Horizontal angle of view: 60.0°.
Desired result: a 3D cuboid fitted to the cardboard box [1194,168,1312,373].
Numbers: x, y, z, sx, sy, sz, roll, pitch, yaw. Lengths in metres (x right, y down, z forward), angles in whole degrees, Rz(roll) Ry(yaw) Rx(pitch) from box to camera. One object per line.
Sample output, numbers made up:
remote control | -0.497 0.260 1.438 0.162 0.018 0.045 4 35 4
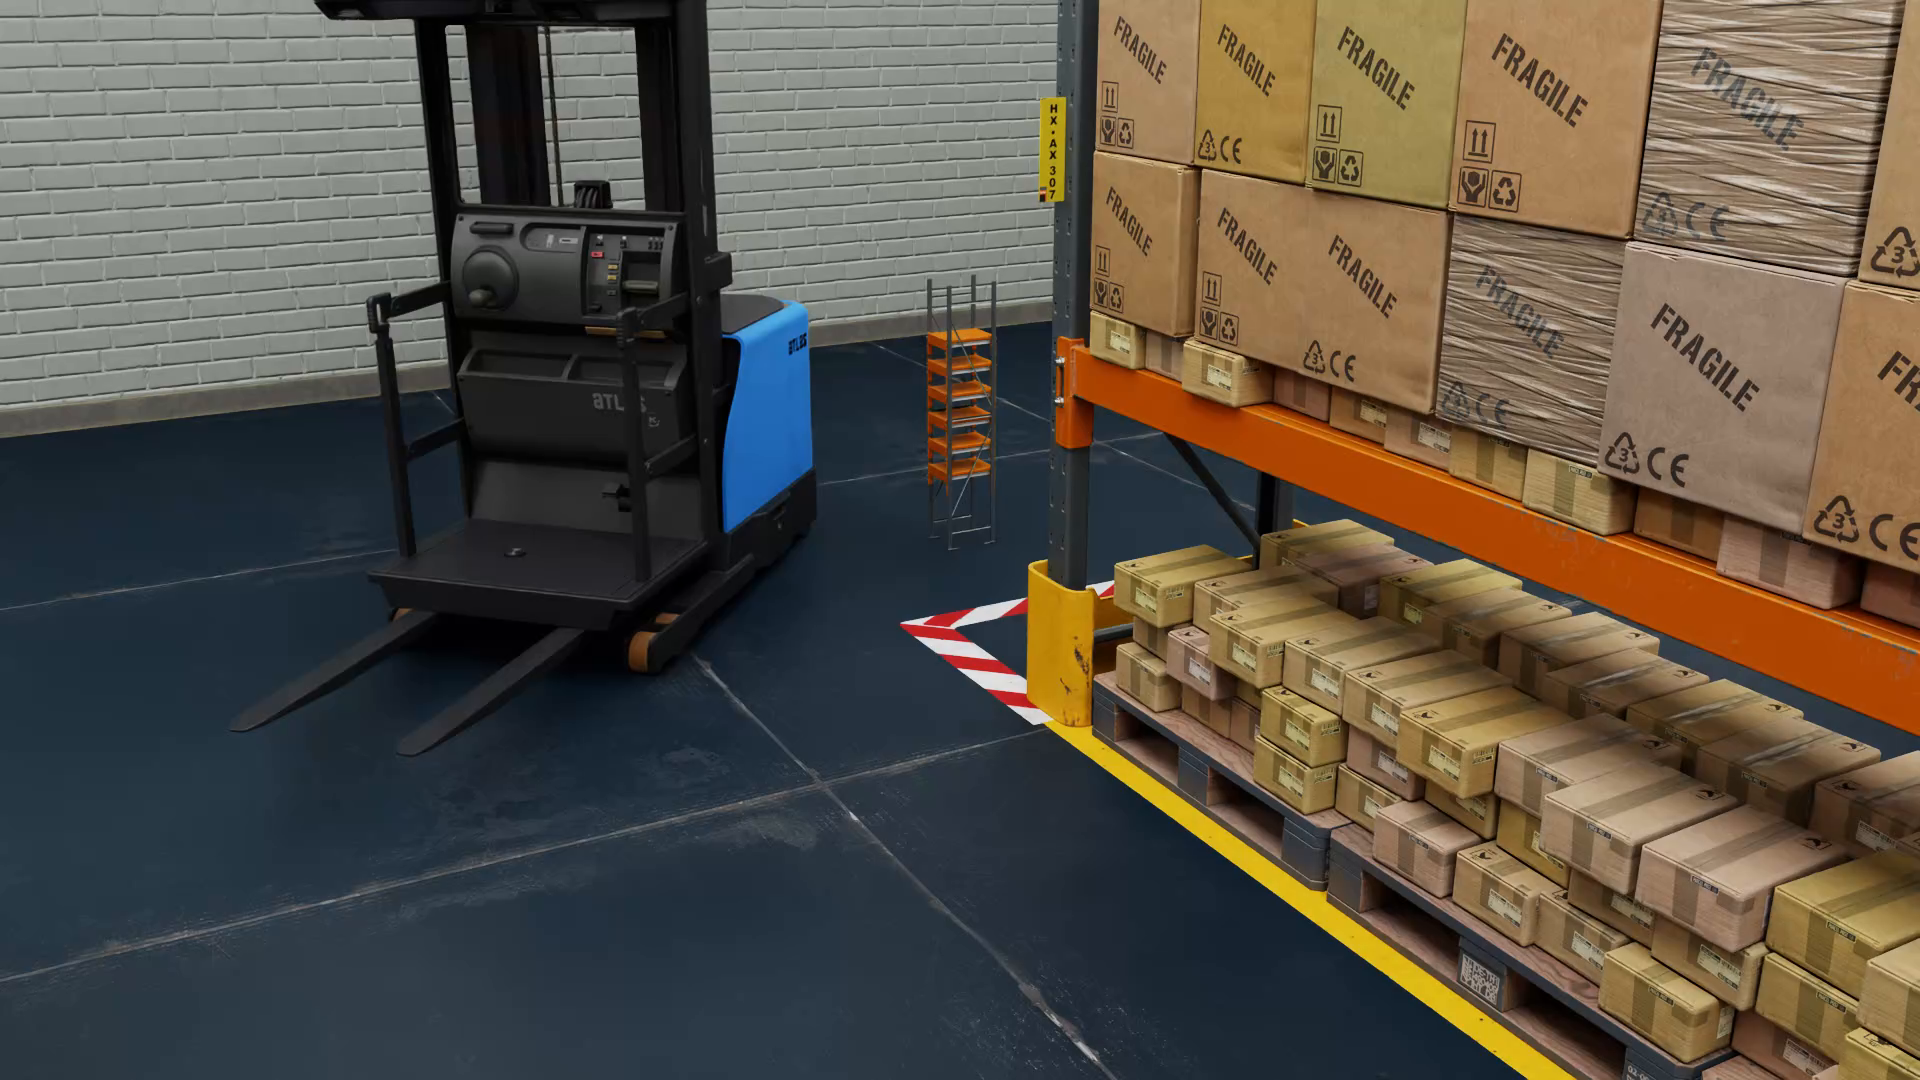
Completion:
cardboard box | 1.023 -0.789 4.711 0.500 0.500 0.500 -10 21 -27

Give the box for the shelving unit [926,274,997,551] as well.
shelving unit | 0.007 -0.563 7.424 0.258 1.200 0.189 -10 21 -27

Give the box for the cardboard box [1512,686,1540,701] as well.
cardboard box | 1.783 0.489 4.888 0.380 0.149 0.250 -10 21 -26

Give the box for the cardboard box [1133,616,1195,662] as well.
cardboard box | 0.799 0.276 5.504 0.380 0.149 0.250 -9 21 -24

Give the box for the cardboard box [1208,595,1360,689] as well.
cardboard box | 0.970 0.301 4.976 0.380 0.149 0.250 -10 21 -27

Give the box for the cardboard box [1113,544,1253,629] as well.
cardboard box | 0.726 0.148 5.418 0.380 0.149 0.250 -11 22 -29

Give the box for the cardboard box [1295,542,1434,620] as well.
cardboard box | 1.319 0.139 5.445 0.380 0.149 0.250 -10 21 -26

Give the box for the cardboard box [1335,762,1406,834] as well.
cardboard box | 1.293 0.708 4.709 0.380 0.149 0.250 -10 21 -27

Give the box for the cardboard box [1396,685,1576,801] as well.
cardboard box | 1.368 0.523 4.332 0.380 0.149 0.250 -10 21 -26

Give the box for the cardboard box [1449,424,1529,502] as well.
cardboard box | 1.427 -0.220 4.057 0.380 0.149 0.250 -9 21 -25

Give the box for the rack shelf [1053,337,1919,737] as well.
rack shelf | 1.726 -0.009 4.161 1.077 0.370 4.000 -10 21 -27

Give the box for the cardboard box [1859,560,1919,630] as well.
cardboard box | 1.979 0.071 3.213 0.380 0.149 0.250 -11 22 -28

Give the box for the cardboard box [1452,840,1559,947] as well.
cardboard box | 1.489 0.868 4.243 0.380 0.149 0.250 -10 21 -27

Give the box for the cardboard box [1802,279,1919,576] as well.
cardboard box | 1.952 -0.207 3.023 0.500 0.500 0.500 -11 22 -28

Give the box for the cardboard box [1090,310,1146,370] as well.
cardboard box | 0.641 -0.660 5.332 0.380 0.149 0.250 -10 21 -27

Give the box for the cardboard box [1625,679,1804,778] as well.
cardboard box | 1.975 0.510 4.370 0.380 0.149 0.250 -10 21 -26

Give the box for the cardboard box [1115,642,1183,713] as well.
cardboard box | 0.743 0.426 5.524 0.380 0.149 0.250 -10 21 -26

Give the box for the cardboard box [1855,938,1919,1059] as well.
cardboard box | 1.997 0.894 3.257 0.380 0.149 0.250 -10 22 -27

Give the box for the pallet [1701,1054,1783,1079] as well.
pallet | 2.325 1.356 3.377 1.003 0.211 1.213 -10 21 -27

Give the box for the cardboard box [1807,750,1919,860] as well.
cardboard box | 2.259 0.652 3.958 0.380 0.149 0.250 -9 21 -26

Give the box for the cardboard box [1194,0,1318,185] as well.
cardboard box | 1.001 -1.270 4.570 0.500 0.500 0.500 -9 21 -25

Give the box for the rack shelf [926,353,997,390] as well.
rack shelf | 0.007 -0.748 7.360 0.258 0.103 0.180 -10 21 -27

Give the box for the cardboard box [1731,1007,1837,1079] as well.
cardboard box | 1.939 1.067 3.668 0.380 0.149 0.250 -11 22 -28

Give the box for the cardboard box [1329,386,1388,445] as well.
cardboard box | 1.230 -0.373 4.500 0.380 0.149 0.250 -10 22 -27

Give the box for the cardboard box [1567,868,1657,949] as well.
cardboard box | 1.683 0.805 3.969 0.380 0.149 0.250 -11 22 -29

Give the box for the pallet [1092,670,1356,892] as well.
pallet | 1.167 0.656 5.407 1.003 0.211 1.213 -10 21 -27

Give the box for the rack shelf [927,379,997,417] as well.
rack shelf | 0.007 -0.634 7.399 0.258 0.103 0.180 -10 21 -27

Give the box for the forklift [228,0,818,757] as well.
forklift | -1.561 -1.025 6.108 1.130 2.935 3.031 5 20 15

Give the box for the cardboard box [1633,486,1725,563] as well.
cardboard box | 1.711 -0.077 3.642 0.380 0.149 0.250 -10 22 -27

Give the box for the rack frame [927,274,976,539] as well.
rack frame | -0.037 -0.589 7.500 0.240 1.200 0.006 -10 21 -27

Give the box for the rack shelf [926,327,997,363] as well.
rack shelf | 0.007 -0.861 7.321 0.258 0.103 0.180 -10 21 -27

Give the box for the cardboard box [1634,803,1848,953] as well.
cardboard box | 1.732 0.744 3.692 0.380 0.149 0.250 -11 22 -29

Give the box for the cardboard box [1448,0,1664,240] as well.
cardboard box | 1.473 -0.971 3.705 0.500 0.500 0.500 -11 22 -28

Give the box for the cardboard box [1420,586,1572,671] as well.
cardboard box | 1.621 0.278 5.043 0.380 0.149 0.250 -11 22 -29

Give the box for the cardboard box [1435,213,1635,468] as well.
cardboard box | 1.492 -0.501 3.877 0.500 0.500 0.500 -11 22 -28

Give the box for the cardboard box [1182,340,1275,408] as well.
cardboard box | 0.879 -0.508 4.891 0.380 0.149 0.250 -11 22 -28

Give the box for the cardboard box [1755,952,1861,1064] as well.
cardboard box | 1.931 0.956 3.534 0.380 0.149 0.250 -10 21 -26

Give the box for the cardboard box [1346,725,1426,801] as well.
cardboard box | 1.309 0.572 4.647 0.380 0.149 0.250 -11 22 -29
